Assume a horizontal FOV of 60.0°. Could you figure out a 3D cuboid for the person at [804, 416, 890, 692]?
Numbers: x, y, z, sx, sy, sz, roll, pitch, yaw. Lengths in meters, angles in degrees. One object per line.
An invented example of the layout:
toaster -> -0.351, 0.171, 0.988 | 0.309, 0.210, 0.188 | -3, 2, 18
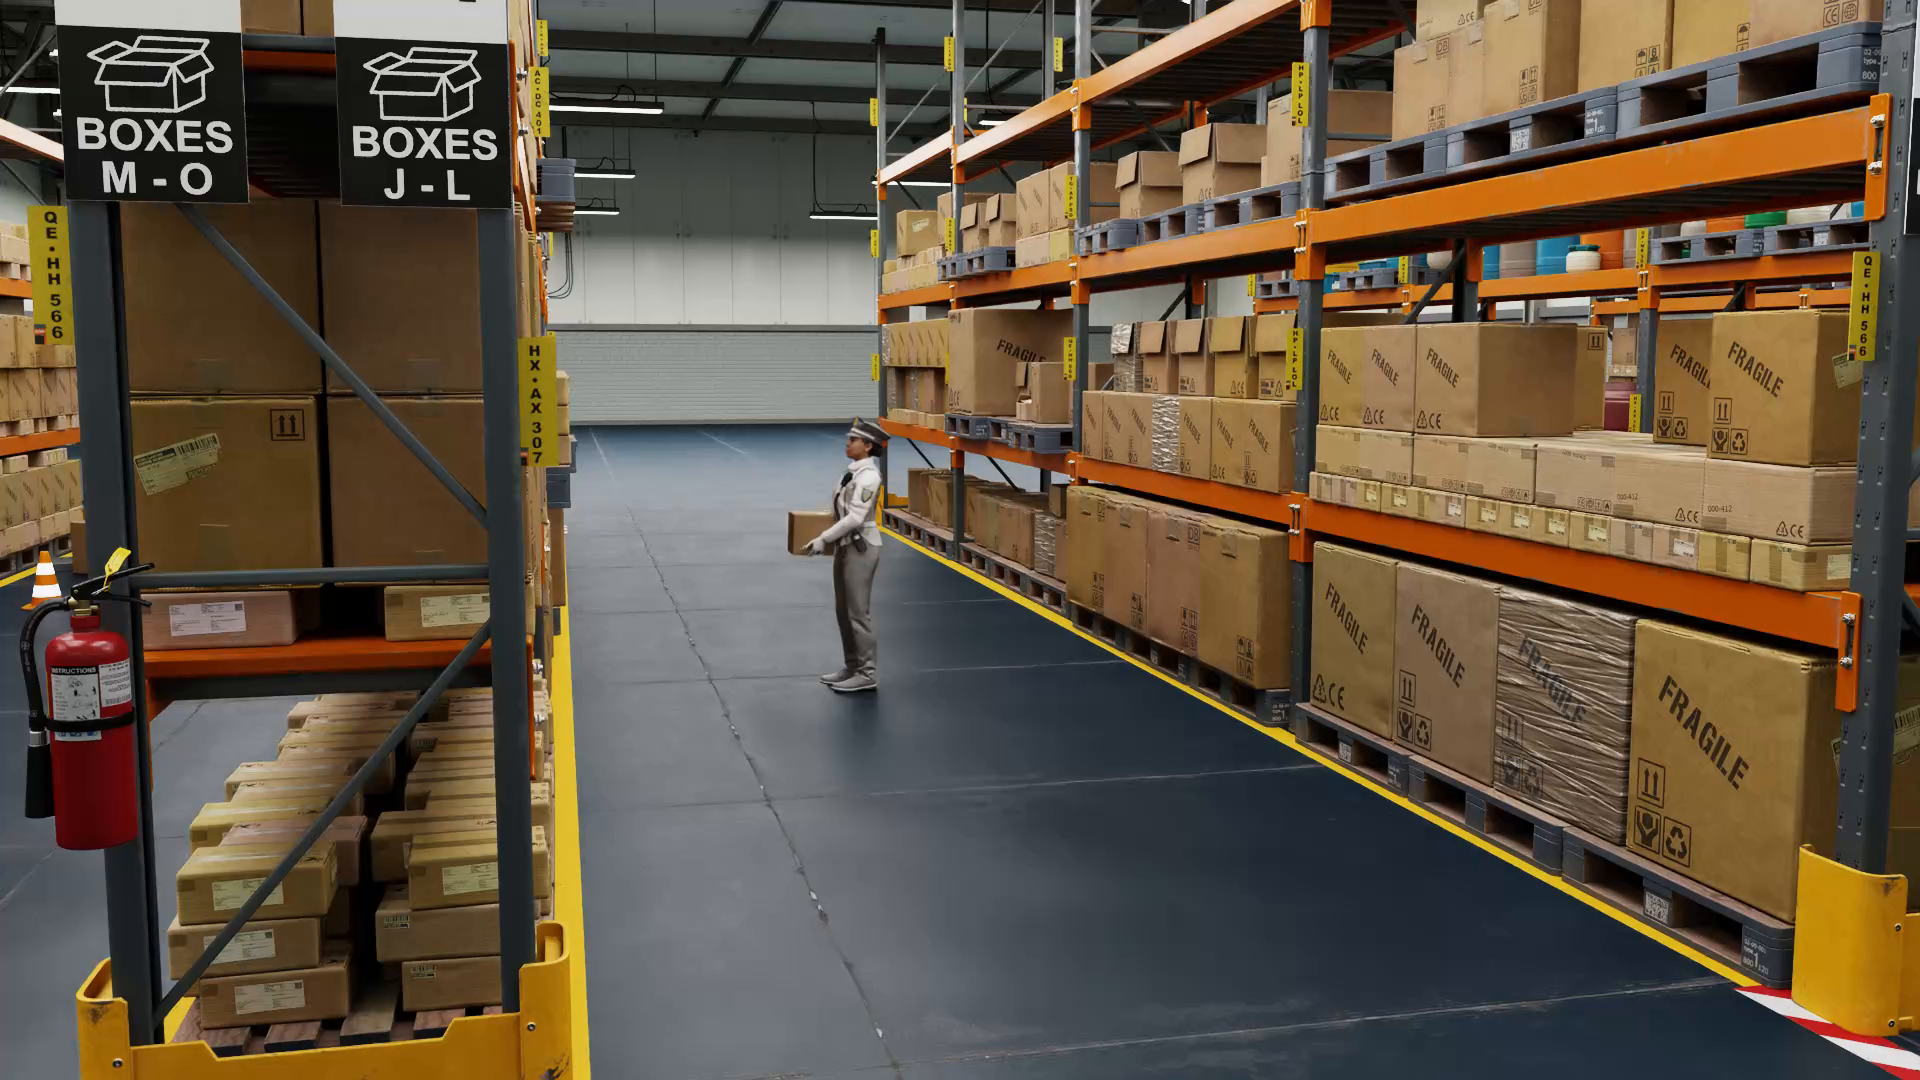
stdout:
person -> -0.706, 0.083, 10.255 | 0.552, 1.697, 0.468 | -2, 6, -16
